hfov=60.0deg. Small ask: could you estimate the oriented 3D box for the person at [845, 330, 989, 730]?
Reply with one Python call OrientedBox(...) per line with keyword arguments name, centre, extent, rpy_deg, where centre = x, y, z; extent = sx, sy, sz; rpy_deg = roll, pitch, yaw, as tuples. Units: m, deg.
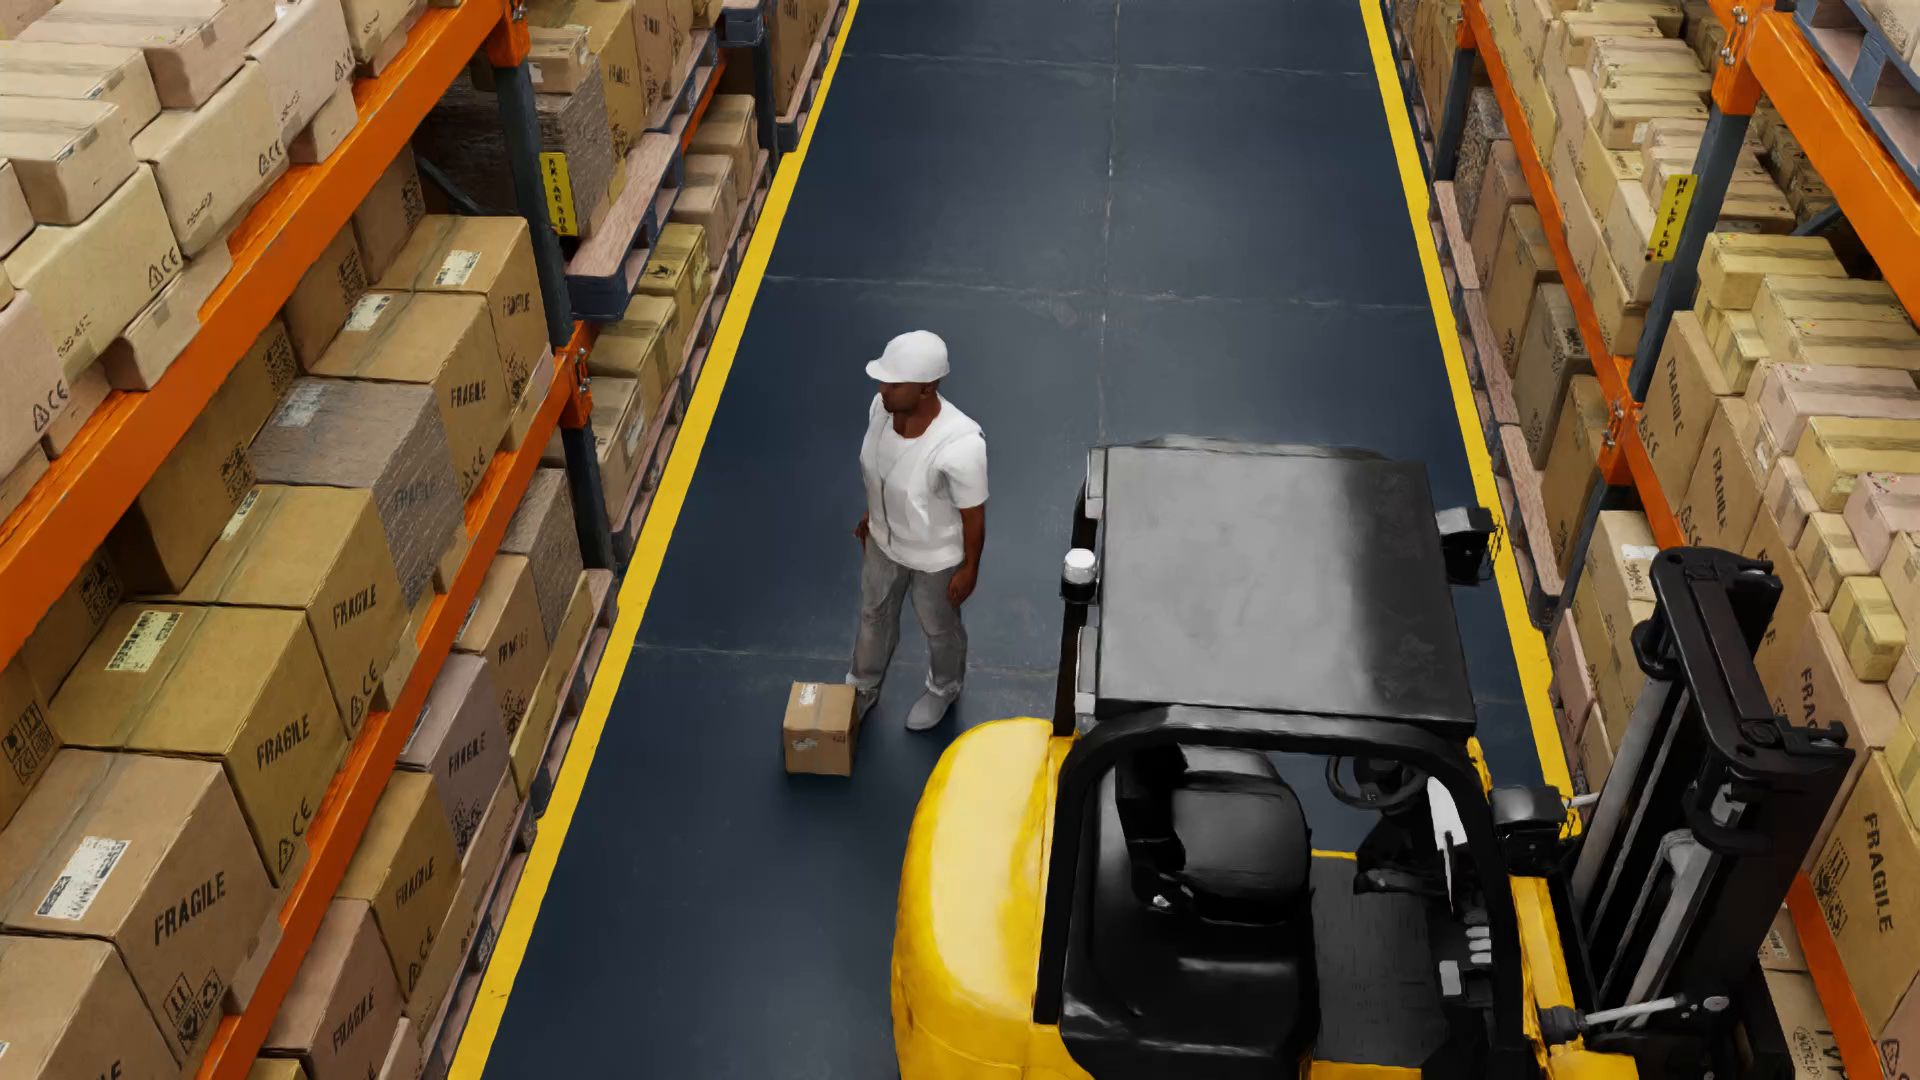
OrientedBox(name="person", centre=(-0.219, 0.038, 6.076), extent=(0.571, 1.769, 0.578), rpy_deg=(-31, 49, -32))
